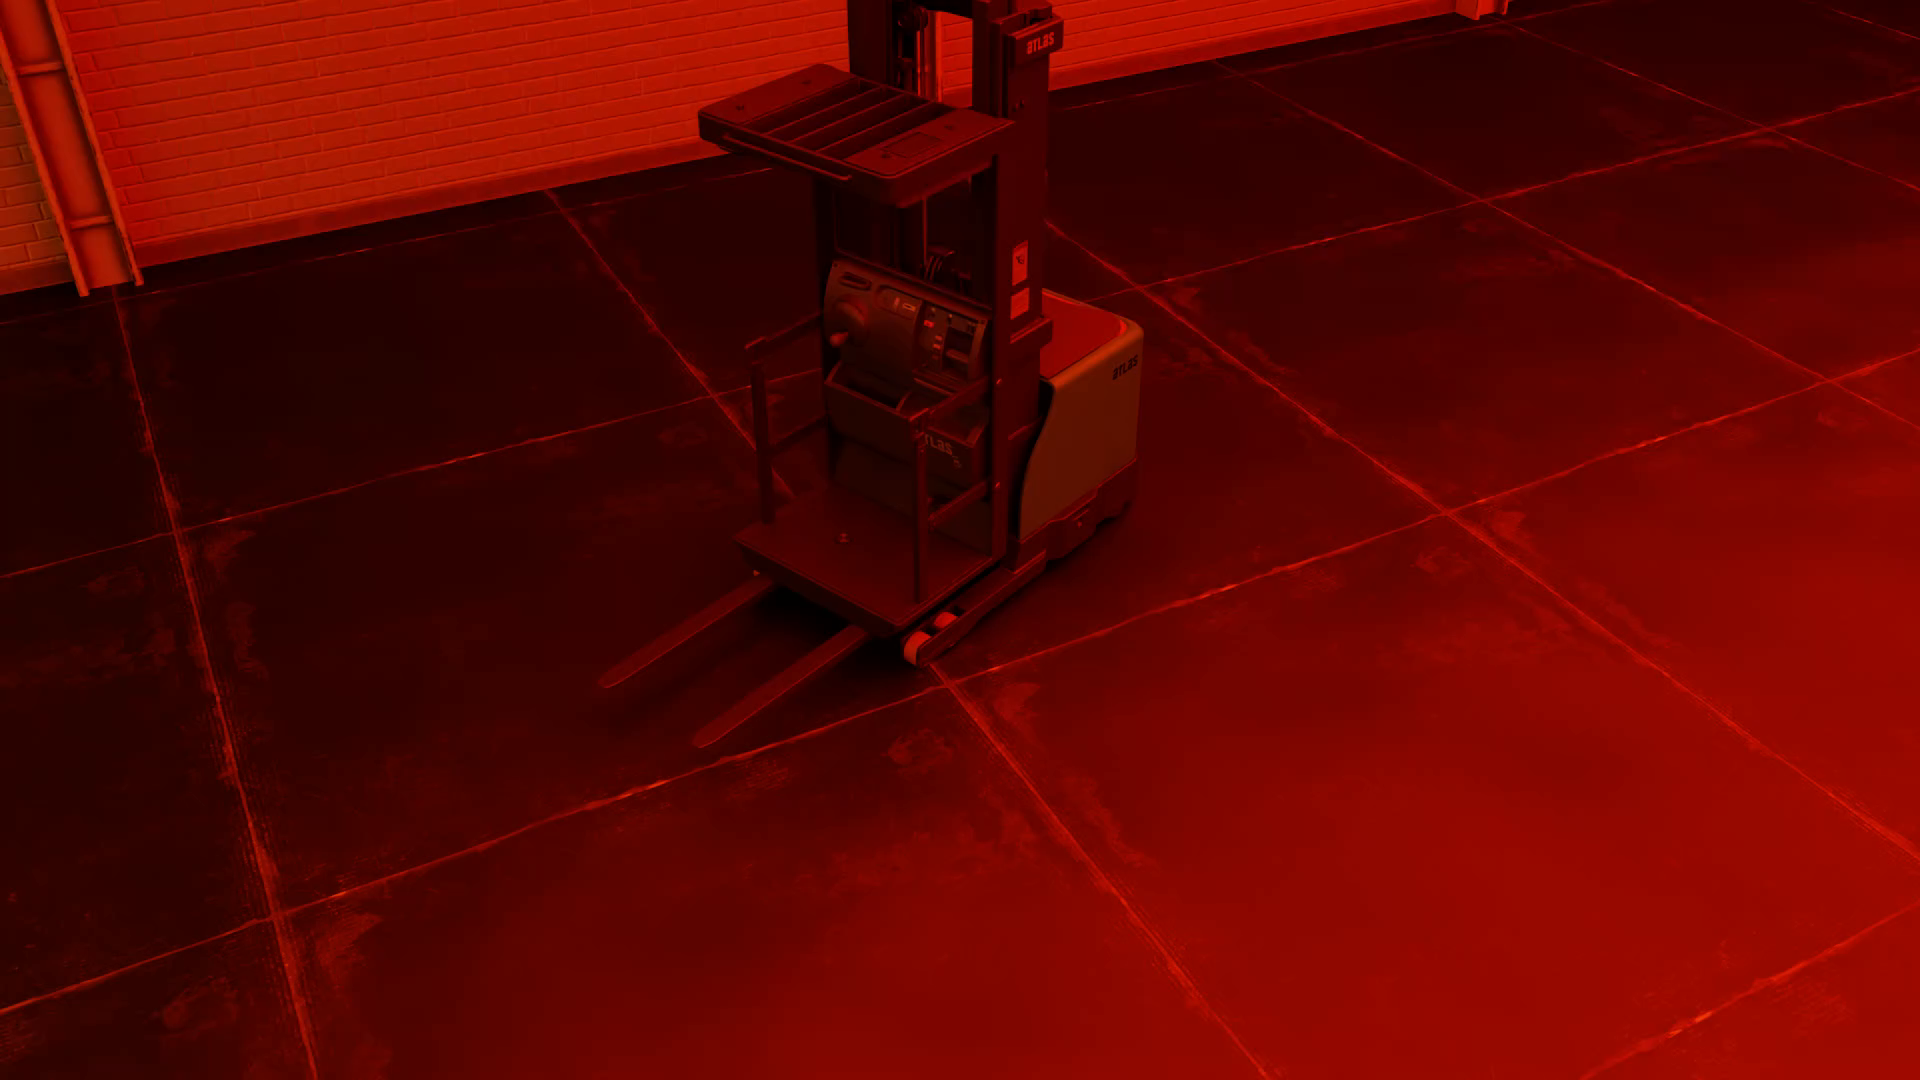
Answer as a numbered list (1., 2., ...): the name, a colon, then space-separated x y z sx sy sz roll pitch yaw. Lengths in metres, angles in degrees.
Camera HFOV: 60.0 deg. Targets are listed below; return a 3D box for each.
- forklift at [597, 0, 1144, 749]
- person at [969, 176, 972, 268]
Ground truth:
1. forklift: -0.390 -0.927 7.434 1.130 2.935 3.031 26 43 31
2. person: 0.289 -2.350 10.679 0.484 1.545 0.656 -5 36 -8
